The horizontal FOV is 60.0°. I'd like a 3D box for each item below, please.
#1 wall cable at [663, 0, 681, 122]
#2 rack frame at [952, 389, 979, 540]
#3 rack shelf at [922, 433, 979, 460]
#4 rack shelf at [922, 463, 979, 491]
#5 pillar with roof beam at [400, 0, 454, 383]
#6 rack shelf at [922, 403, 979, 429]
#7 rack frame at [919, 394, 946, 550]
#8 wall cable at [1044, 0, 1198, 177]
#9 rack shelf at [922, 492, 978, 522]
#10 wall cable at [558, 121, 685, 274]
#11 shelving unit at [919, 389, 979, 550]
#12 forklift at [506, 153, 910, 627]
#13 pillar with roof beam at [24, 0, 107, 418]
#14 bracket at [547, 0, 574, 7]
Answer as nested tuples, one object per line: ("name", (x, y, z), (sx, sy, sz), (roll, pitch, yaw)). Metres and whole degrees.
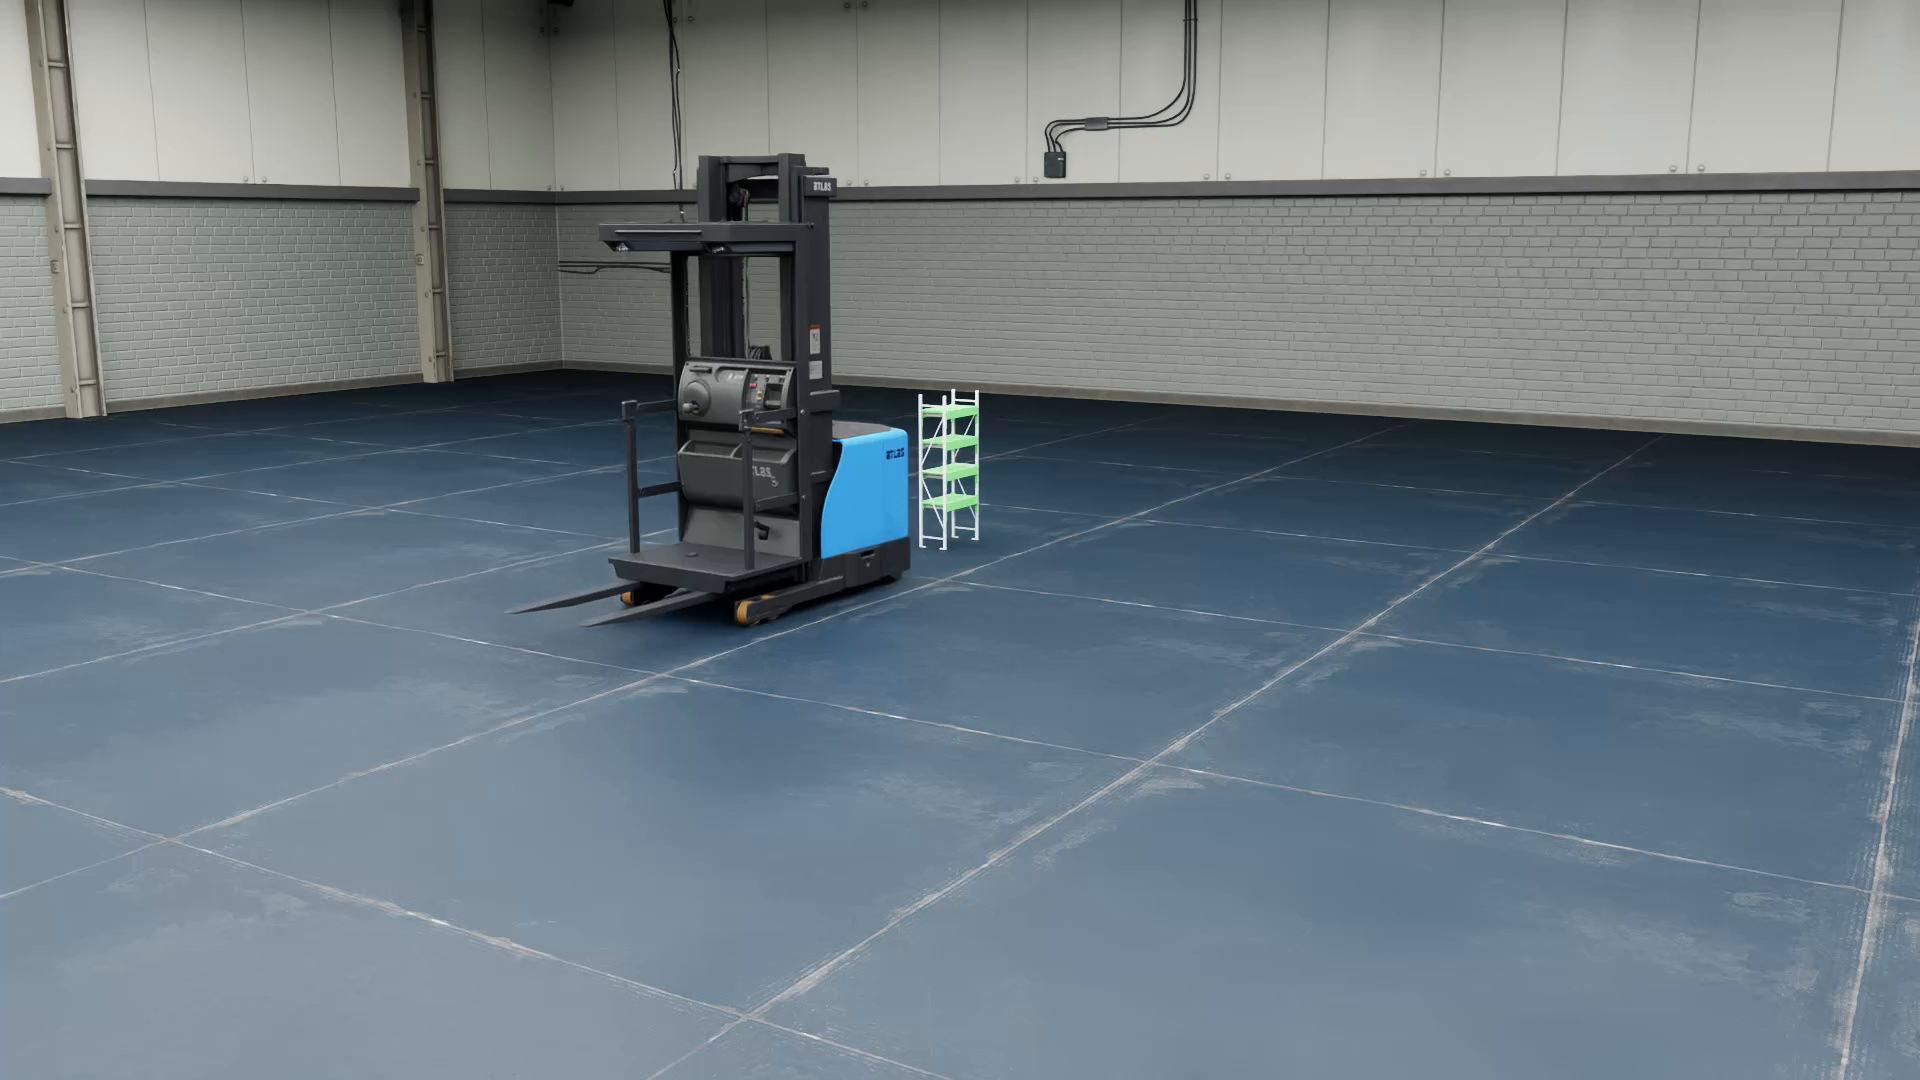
("wall cable", (-3.571, -8.053, 26.641), (3.097, 2.526, 0.112), (6, 12, 31))
("rack frame", (0.041, -0.602, 13.324), (0.240, 1.200, 0.015), (6, 12, 31))
("rack shelf", (-0.086, -0.737, 13.087), (0.258, 0.148, 0.480), (6, 12, 31))
("rack shelf", (-0.086, -0.501, 13.131), (0.258, 0.148, 0.480), (6, 12, 31))
("pillar with roof beam", (-4.864, -6.607, 24.203), (9.100, 9.000, 0.548), (6, 12, 31))
("rack shelf", (-0.086, -0.973, 13.043), (0.258, 0.148, 0.480), (6, 12, 31))
("rack frame", (-0.213, -0.525, 12.914), (0.240, 1.200, 0.015), (6, 12, 31))
("wall cable", (2.222, -8.117, 23.029), (2.305, 6.003, 0.169), (6, 12, 31))
("rack shelf", (-0.086, -0.265, 13.175), (0.258, 0.148, 0.480), (6, 12, 31))
("wall cable", (-5.884, -5.829, 28.486), (3.097, 2.526, 0.112), (6, 12, 31))
("shelving unit", (-0.086, -0.564, 13.119), (0.258, 1.200, 0.503), (6, 12, 31))
("forklift", (-1.586, -0.995, 10.716), (1.130, 2.935, 3.031), (7, 13, 33))
("pillar with roof beam", (-7.979, -5.663, 19.163), (9.100, 9.000, 0.400), (6, 12, 31))
("bracket", (-6.794, -9.191, 28.227), (0.235, 0.232, 0.430), (6, 12, 31))
